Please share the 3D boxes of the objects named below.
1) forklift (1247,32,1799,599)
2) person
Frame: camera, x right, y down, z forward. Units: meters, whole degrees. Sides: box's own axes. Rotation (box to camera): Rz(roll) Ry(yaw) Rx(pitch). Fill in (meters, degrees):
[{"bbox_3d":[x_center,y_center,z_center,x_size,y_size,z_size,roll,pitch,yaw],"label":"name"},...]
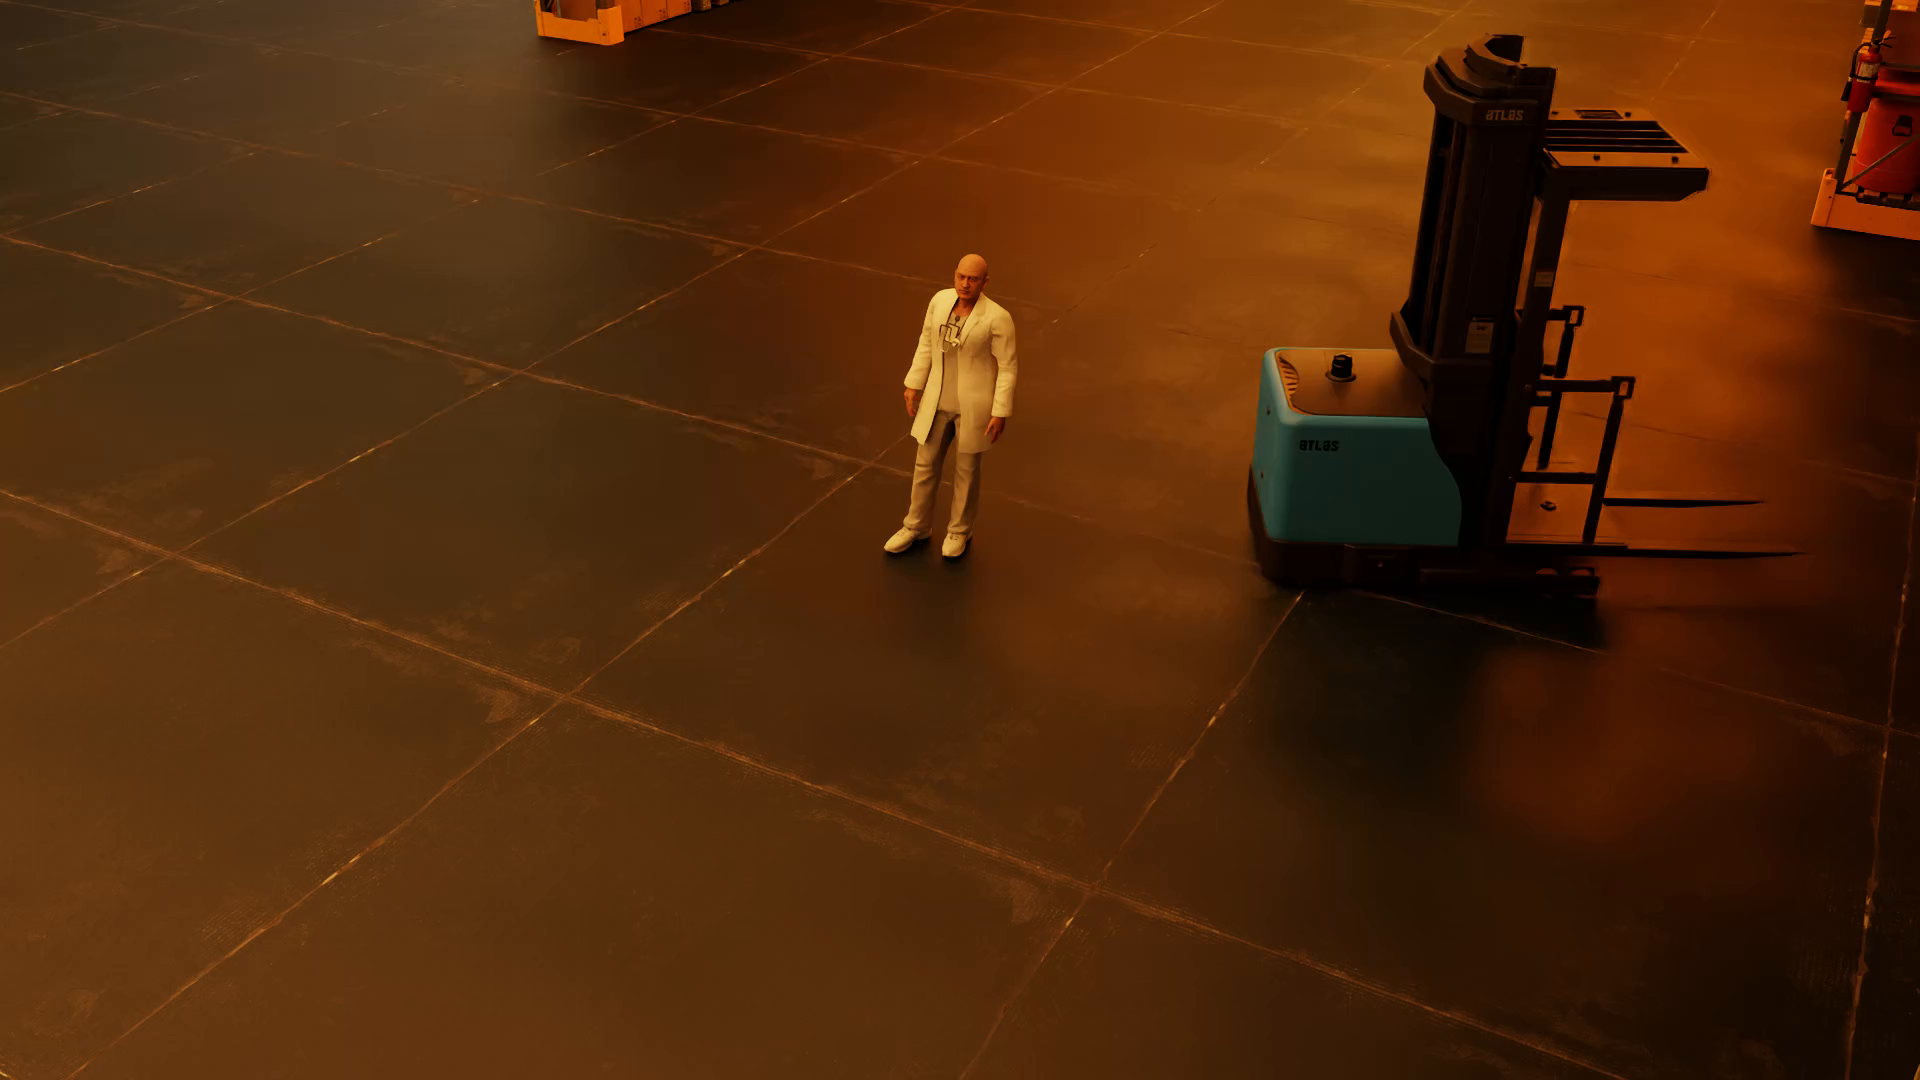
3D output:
[{"bbox_3d":[3.266,-1.210,9.167,3.031,2.935,1.130,2,30,3],"label":"forklift"},{"bbox_3d":[-0.048,-0.732,9.492,0.694,1.763,0.581,15,33,25],"label":"person"}]
